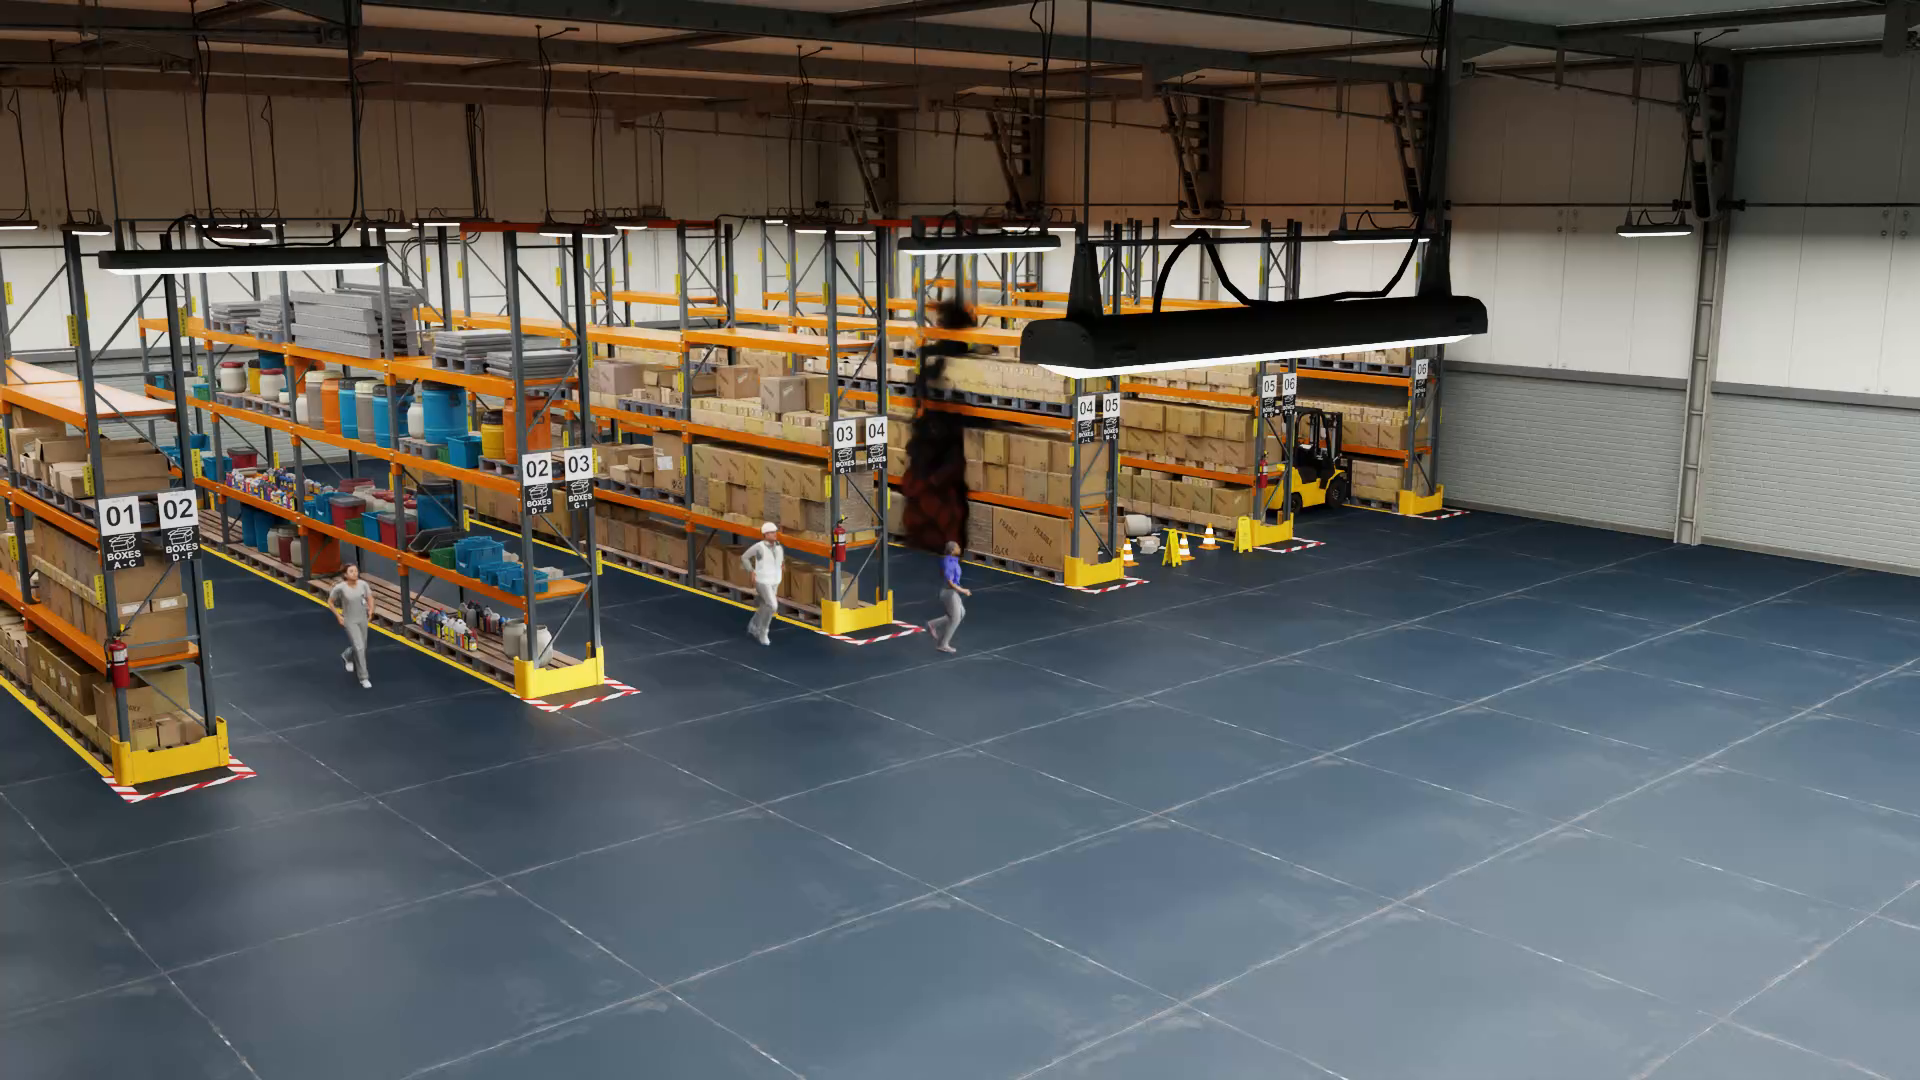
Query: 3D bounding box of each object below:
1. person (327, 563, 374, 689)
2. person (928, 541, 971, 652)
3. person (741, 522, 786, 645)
[{"bbox_3d":[-8.134,1.104,22.270,0.850,1.667,0.579,11,16,43],"label":"person"},{"bbox_3d":[-0.142,0.800,23.911,0.611,1.623,0.603,0,11,-1],"label":"person"},{"bbox_3d":[-2.834,0.631,24.425,0.738,1.802,0.638,9,15,39],"label":"person"}]
